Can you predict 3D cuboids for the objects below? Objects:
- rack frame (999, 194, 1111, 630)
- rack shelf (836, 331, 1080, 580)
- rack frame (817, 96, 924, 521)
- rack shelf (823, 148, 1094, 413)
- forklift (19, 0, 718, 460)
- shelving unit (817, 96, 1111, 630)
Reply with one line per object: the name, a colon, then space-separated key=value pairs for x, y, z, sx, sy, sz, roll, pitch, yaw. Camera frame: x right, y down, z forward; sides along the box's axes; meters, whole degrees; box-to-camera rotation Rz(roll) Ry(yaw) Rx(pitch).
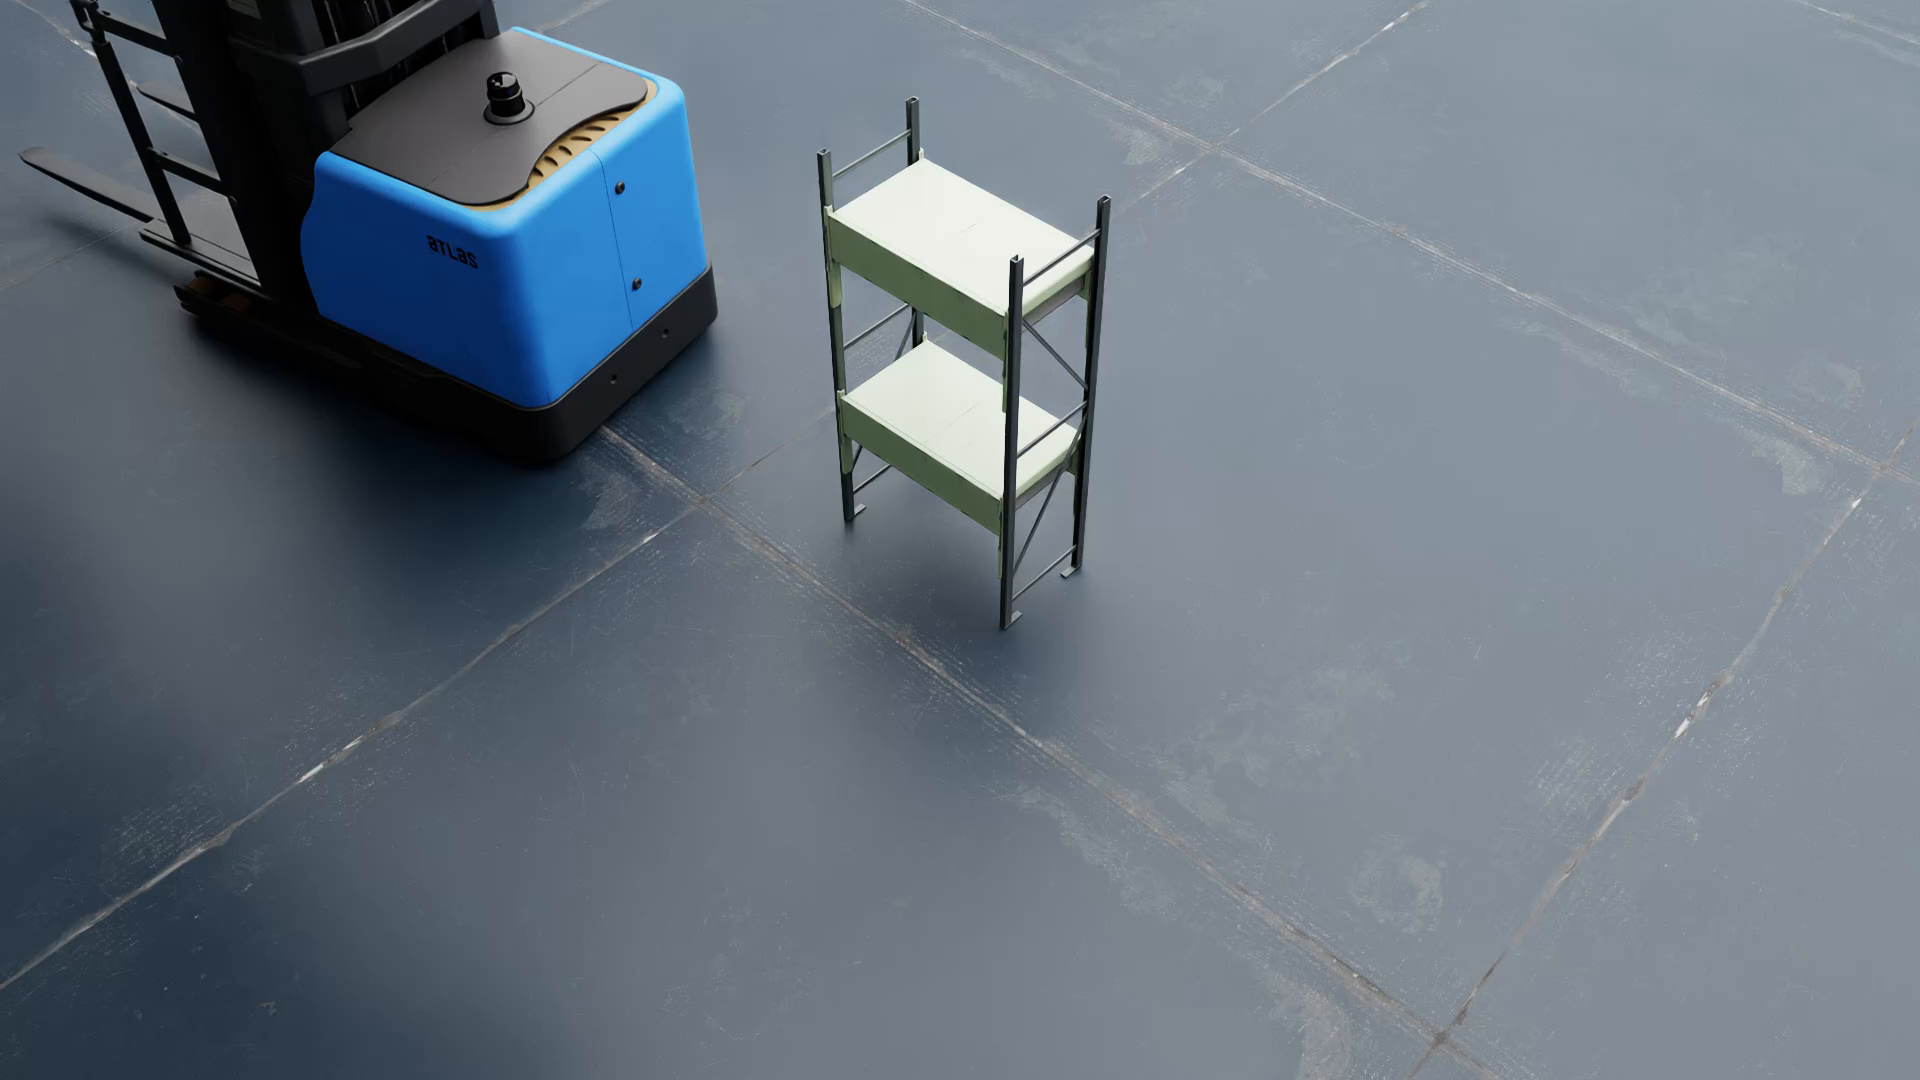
rack frame: x=0.274 y=-0.329 z=5.030 sx=0.023 sy=1.500 sz=0.400 roll=34 pitch=55 yaw=28
rack shelf: x=0.005 y=-0.287 z=5.438 sx=0.720 sy=0.370 sz=0.431 roll=34 pitch=55 yaw=28
rack frame: x=-0.264 y=-0.691 z=5.370 sx=0.023 sy=1.500 sz=0.400 roll=34 pitch=55 yaw=28
rack shelf: x=0.005 y=-0.777 z=4.916 sx=0.720 sy=0.370 sz=0.431 roll=34 pitch=55 yaw=28
forklift: x=-2.472 y=-2.105 z=5.716 sx=3.031 sy=2.935 sz=1.130 roll=24 pitch=51 yaw=21
shelving unit: x=0.005 y=-0.510 z=5.200 sx=0.755 sy=1.500 sz=0.431 roll=34 pitch=55 yaw=28
